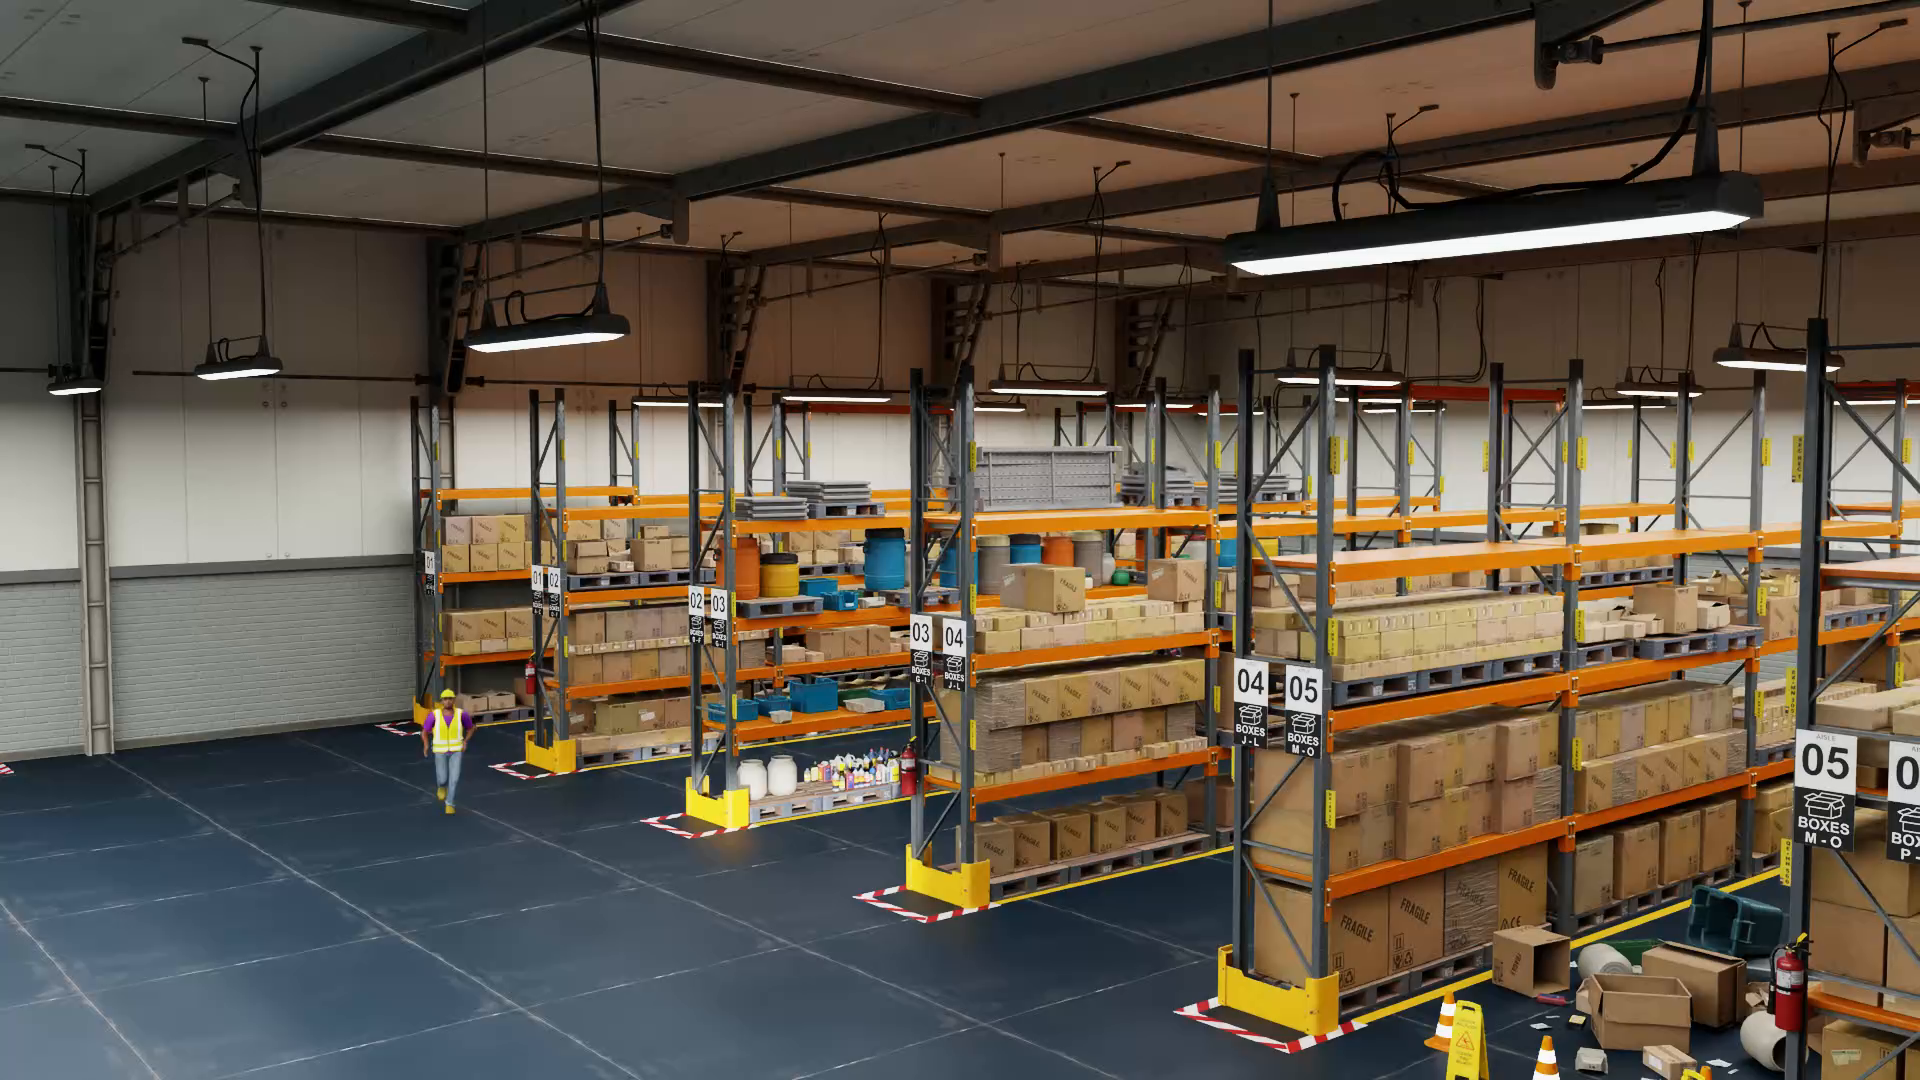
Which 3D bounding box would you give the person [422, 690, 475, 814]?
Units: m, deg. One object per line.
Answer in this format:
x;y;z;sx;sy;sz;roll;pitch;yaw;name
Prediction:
-7.143;2.940;23.234;0.706;1.722;0.586;-1;4;-19;person
